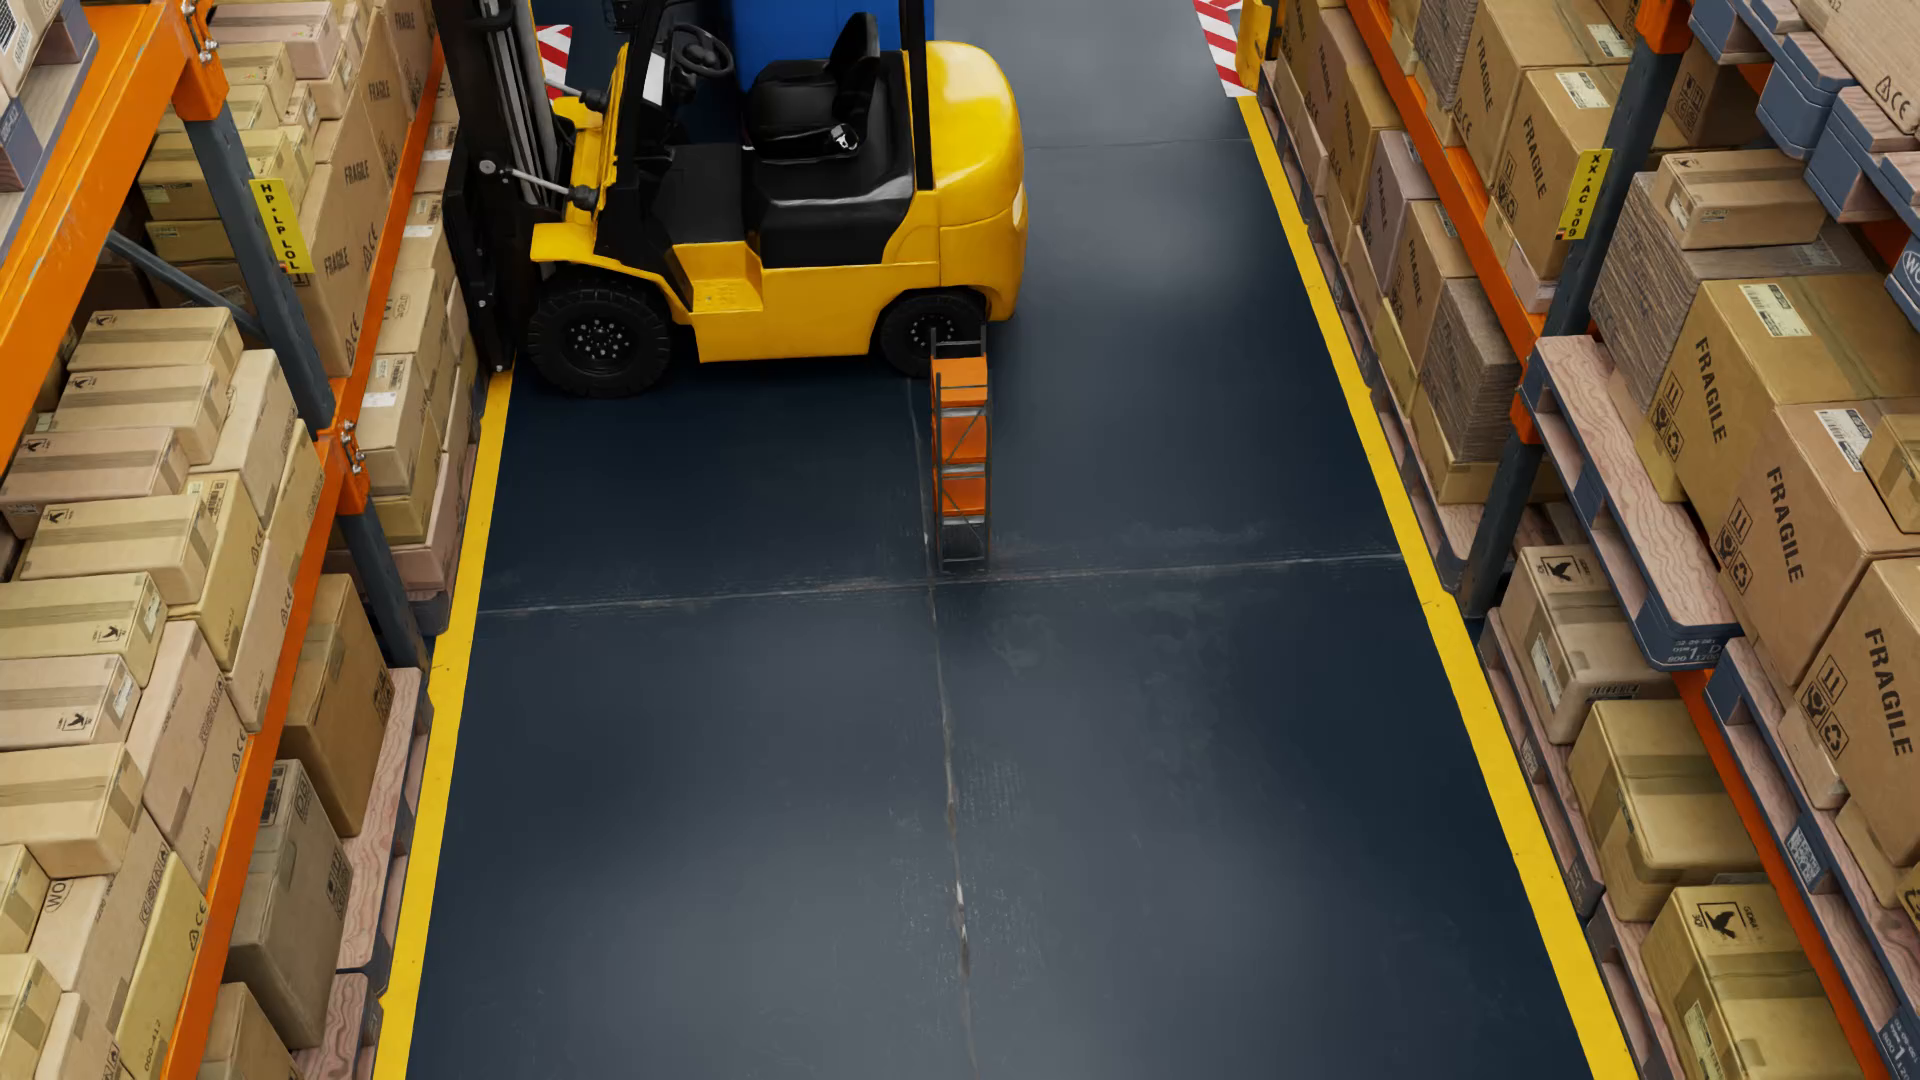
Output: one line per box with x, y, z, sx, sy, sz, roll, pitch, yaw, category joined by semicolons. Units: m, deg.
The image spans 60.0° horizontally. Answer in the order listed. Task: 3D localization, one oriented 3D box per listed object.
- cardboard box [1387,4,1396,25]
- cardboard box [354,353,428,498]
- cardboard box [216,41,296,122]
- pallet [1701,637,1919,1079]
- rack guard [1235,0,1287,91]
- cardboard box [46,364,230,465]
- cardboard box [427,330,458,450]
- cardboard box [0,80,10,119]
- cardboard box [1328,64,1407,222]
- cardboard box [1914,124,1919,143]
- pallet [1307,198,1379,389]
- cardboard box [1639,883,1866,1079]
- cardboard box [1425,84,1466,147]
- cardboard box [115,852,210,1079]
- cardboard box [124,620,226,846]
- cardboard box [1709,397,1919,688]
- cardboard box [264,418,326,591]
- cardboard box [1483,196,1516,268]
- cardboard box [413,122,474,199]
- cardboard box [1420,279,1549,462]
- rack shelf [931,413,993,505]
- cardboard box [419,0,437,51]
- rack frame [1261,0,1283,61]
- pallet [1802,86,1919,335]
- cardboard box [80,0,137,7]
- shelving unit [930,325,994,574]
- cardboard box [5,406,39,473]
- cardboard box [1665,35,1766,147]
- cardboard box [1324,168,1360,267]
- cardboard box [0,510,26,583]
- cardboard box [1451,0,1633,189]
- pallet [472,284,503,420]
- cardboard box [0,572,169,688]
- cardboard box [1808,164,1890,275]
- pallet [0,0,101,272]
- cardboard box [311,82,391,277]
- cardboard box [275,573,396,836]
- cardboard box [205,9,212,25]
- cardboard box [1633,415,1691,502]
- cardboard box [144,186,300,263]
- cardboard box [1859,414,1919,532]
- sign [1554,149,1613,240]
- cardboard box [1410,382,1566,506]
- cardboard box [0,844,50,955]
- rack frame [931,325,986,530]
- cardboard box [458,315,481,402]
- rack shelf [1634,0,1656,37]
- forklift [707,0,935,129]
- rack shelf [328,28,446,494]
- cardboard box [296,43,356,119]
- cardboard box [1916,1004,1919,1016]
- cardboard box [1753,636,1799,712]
2.018;-2.214;6.954;0.380;0.149;0.250;-5;47;-4;cardboard box
-2.225;-0.402;5.981;0.500;0.250;0.500;-4;47;-4;cardboard box
-2.370;-1.467;5.353;0.380;0.149;0.250;-4;47;-4;cardboard box
2.578;0.735;4.120;1.003;0.211;1.213;-3;47;-3;pallet
2.121;-2.775;9.033;1.175;0.500;0.348;-3;47;-3;rack guard
-2.207;-0.329;4.480;0.380;0.149;0.250;-4;47;-4;cardboard box
-2.274;-0.595;6.507;0.500;0.250;0.500;-4;47;-4;cardboard box
-2.102;-0.837;3.226;0.380;0.149;0.250;-4;47;-3;cardboard box
1.991;-1.787;7.464;0.500;0.500;0.500;-3;47;-3;cardboard box
2.206;-0.742;3.135;0.500;0.250;0.500;-4;47;-4;cardboard box
2.252;-1.205;7.746;1.003;0.211;1.213;-3;47;-3;pallet
2.619;1.366;4.911;0.950;0.372;0.625;-2;47;-2;cardboard box
2.030;-1.658;6.427;0.380;0.149;0.250;-4;47;-4;cardboard box
-2.084;1.007;3.833;0.500;0.250;0.500;-2;47;-2;cardboard box
-2.114;0.471;3.997;0.500;0.250;0.500;-3;47;-3;cardboard box
2.273;0.001;4.120;0.500;0.500;0.500;-4;47;-4;cardboard box
-2.194;-0.090;4.873;0.500;0.250;0.500;-3;47;-2;cardboard box
2.091;-1.103;5.901;0.380;0.149;0.250;-3;47;-2;cardboard box
-2.347;-1.513;7.033;0.500;0.250;0.500;-4;47;-4;cardboard box
2.132;-0.664;6.401;0.500;0.500;0.500;-4;47;-4;cardboard box
0.005;-0.315;6.340;0.215;0.259;0.240;-3;47;-3;rack shelf
-2.451;-2.332;6.824;0.500;0.500;0.500;-4;47;-4;cardboard box
2.114;-3.689;8.178;1.000;3.000;0.127;-3;47;-3;rack frame
2.485;-0.559;3.277;1.213;0.211;1.003;-3;47;-3;pallet
-2.925;-1.804;5.672;0.380;0.149;0.250;-4;47;-4;cardboard box
0.005;-0.322;6.332;0.215;1.050;0.252;-3;47;-3;shelving unit
-2.711;-0.284;4.437;0.380;0.149;0.250;-5;47;-5;cardboard box
2.628;-1.607;5.244;0.700;0.500;0.500;-4;47;-4;cardboard box
2.000;-1.524;7.732;0.500;0.250;0.500;-1;47;-1;cardboard box
-2.678;0.136;4.314;0.500;0.250;0.500;-4;47;-4;cardboard box
2.114;-1.610;5.935;0.500;0.500;0.500;-2;47;-2;cardboard box
-2.627;-0.995;7.546;1.003;0.211;1.213;-3;47;-3;pallet
-2.126;0.227;3.953;0.380;0.149;0.250;-4;47;-4;cardboard box
2.717;-0.756;4.837;0.500;0.500;0.500;-4;47;-4;cardboard box
-2.410;-0.819;3.525;0.805;0.209;1.217;-5;47;-5;pallet
-2.334;-1.238;5.787;0.500;0.500;0.500;-3;47;-3;cardboard box
-2.442;0.558;5.502;0.875;0.625;0.625;-2;47;-2;cardboard box
-2.892;-1.899;5.967;0.380;0.149;0.250;-4;47;-4;cardboard box
2.193;-0.253;4.807;0.380;0.149;0.250;-3;47;-2;cardboard box
-2.261;-0.995;5.110;0.380;0.149;0.250;-4;47;-4;cardboard box
2.330;-0.158;3.824;0.380;0.149;0.250;-1;47;-1;cardboard box
1.909;-1.054;5.086;0.100;0.325;0.005;-3;47;-3;sign
2.132;-0.405;6.673;0.500;0.250;0.500;-2;47;-1;cardboard box
-2.132;0.782;3.428;0.380;0.149;0.250;-3;47;-3;cardboard box
-0.006;-0.411;6.416;0.200;1.050;0.008;-3;47;-3;rack frame
-2.324;-0.797;7.043;0.500;0.250;0.500;-3;47;-3;cardboard box
2.282;-3.026;5.980;1.077;0.370;4.000;-3;47;-3;rack shelf
-0.919;-4.195;8.704;1.130;2.935;3.031;-9;47;-8;forklift
-2.664;-1.690;6.780;1.077;0.370;4.000;-3;47;-3;rack shelf
-2.281;-1.552;5.638;0.380;0.149;0.250;-3;47;-2;cardboard box
2.312;1.068;3.556;0.380;0.149;0.250;-3;47;-3;cardboard box
2.291;0.315;4.269;0.380;0.149;0.250;-3;47;-3;cardboard box
